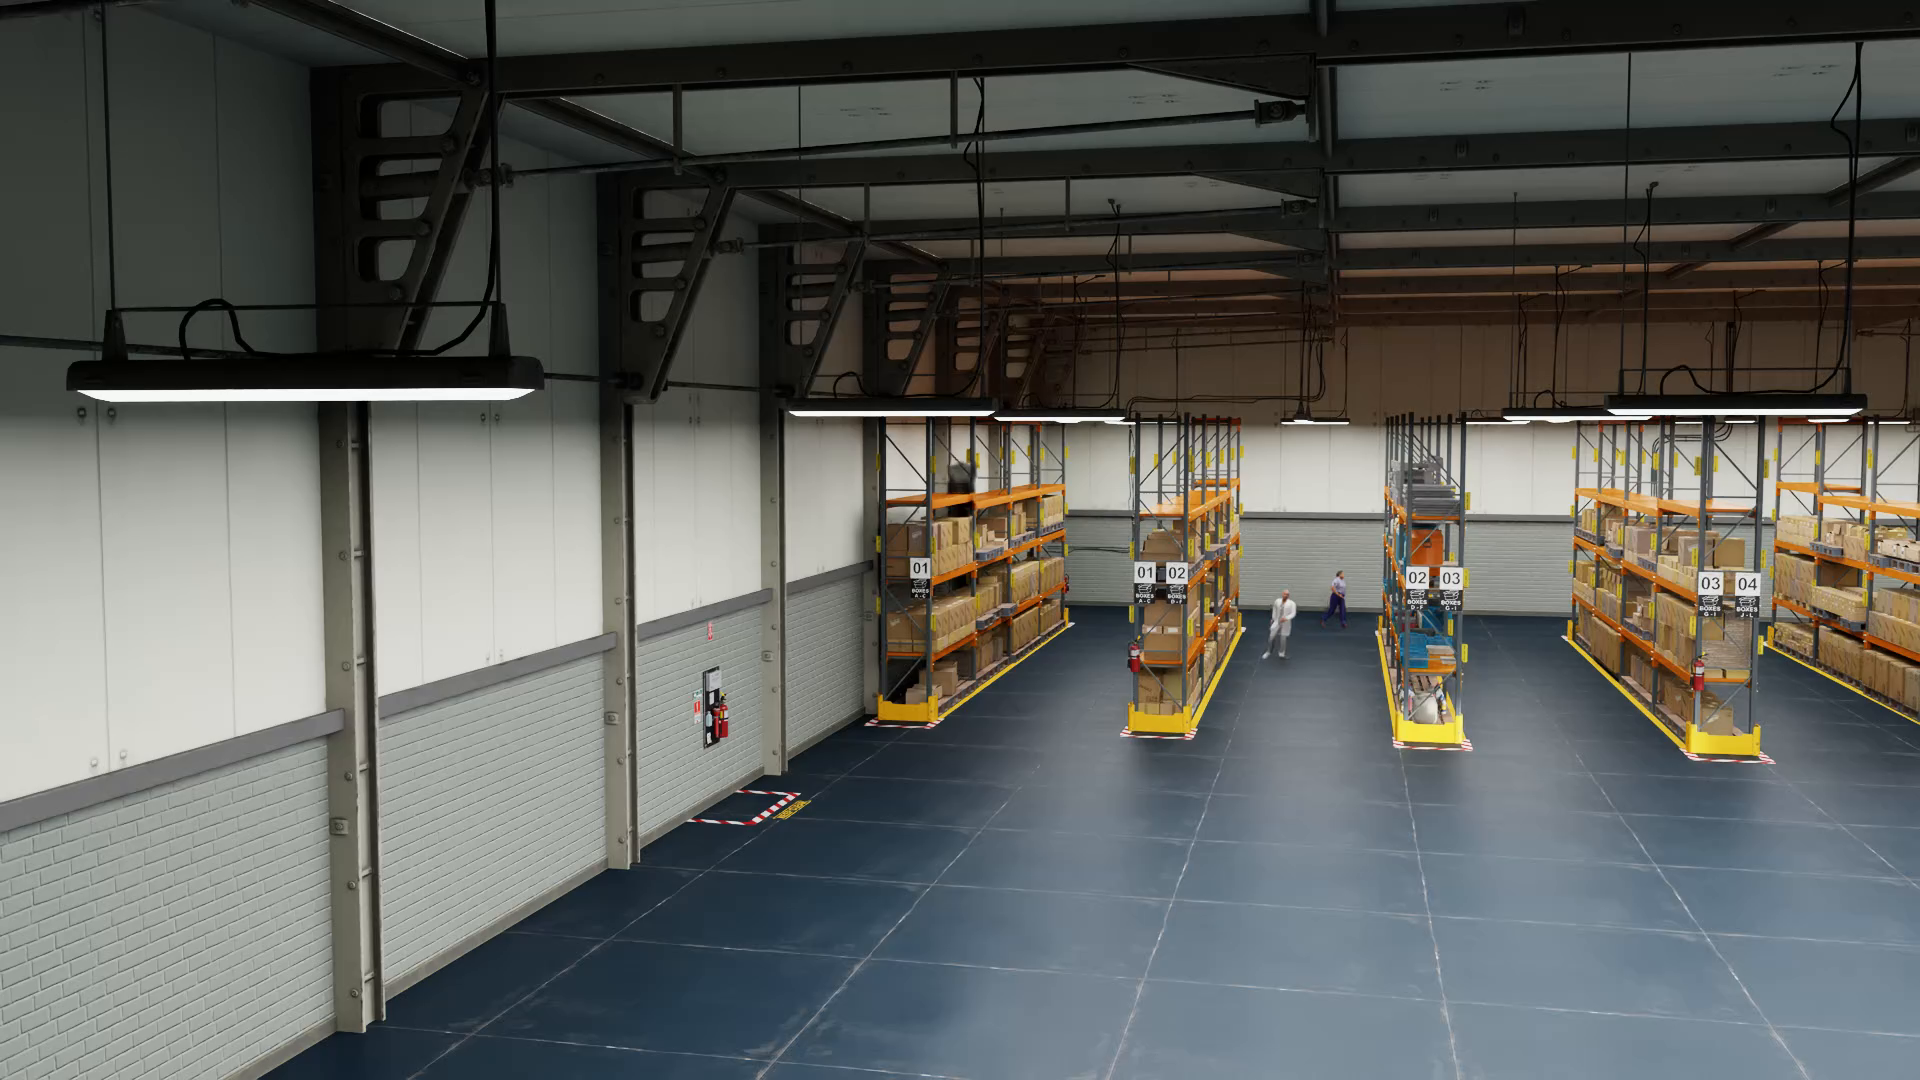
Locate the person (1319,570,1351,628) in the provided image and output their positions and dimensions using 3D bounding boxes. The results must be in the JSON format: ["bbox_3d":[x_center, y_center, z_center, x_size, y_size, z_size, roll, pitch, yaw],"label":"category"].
[{"bbox_3d":[10.770,1.676,47.366,0.908,1.626,0.648,4,5,43],"label":"person"}]

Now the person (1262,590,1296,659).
[{"bbox_3d":[7.886,2.065,40.869,0.784,1.720,0.858,2,4,27],"label":"person"}]
